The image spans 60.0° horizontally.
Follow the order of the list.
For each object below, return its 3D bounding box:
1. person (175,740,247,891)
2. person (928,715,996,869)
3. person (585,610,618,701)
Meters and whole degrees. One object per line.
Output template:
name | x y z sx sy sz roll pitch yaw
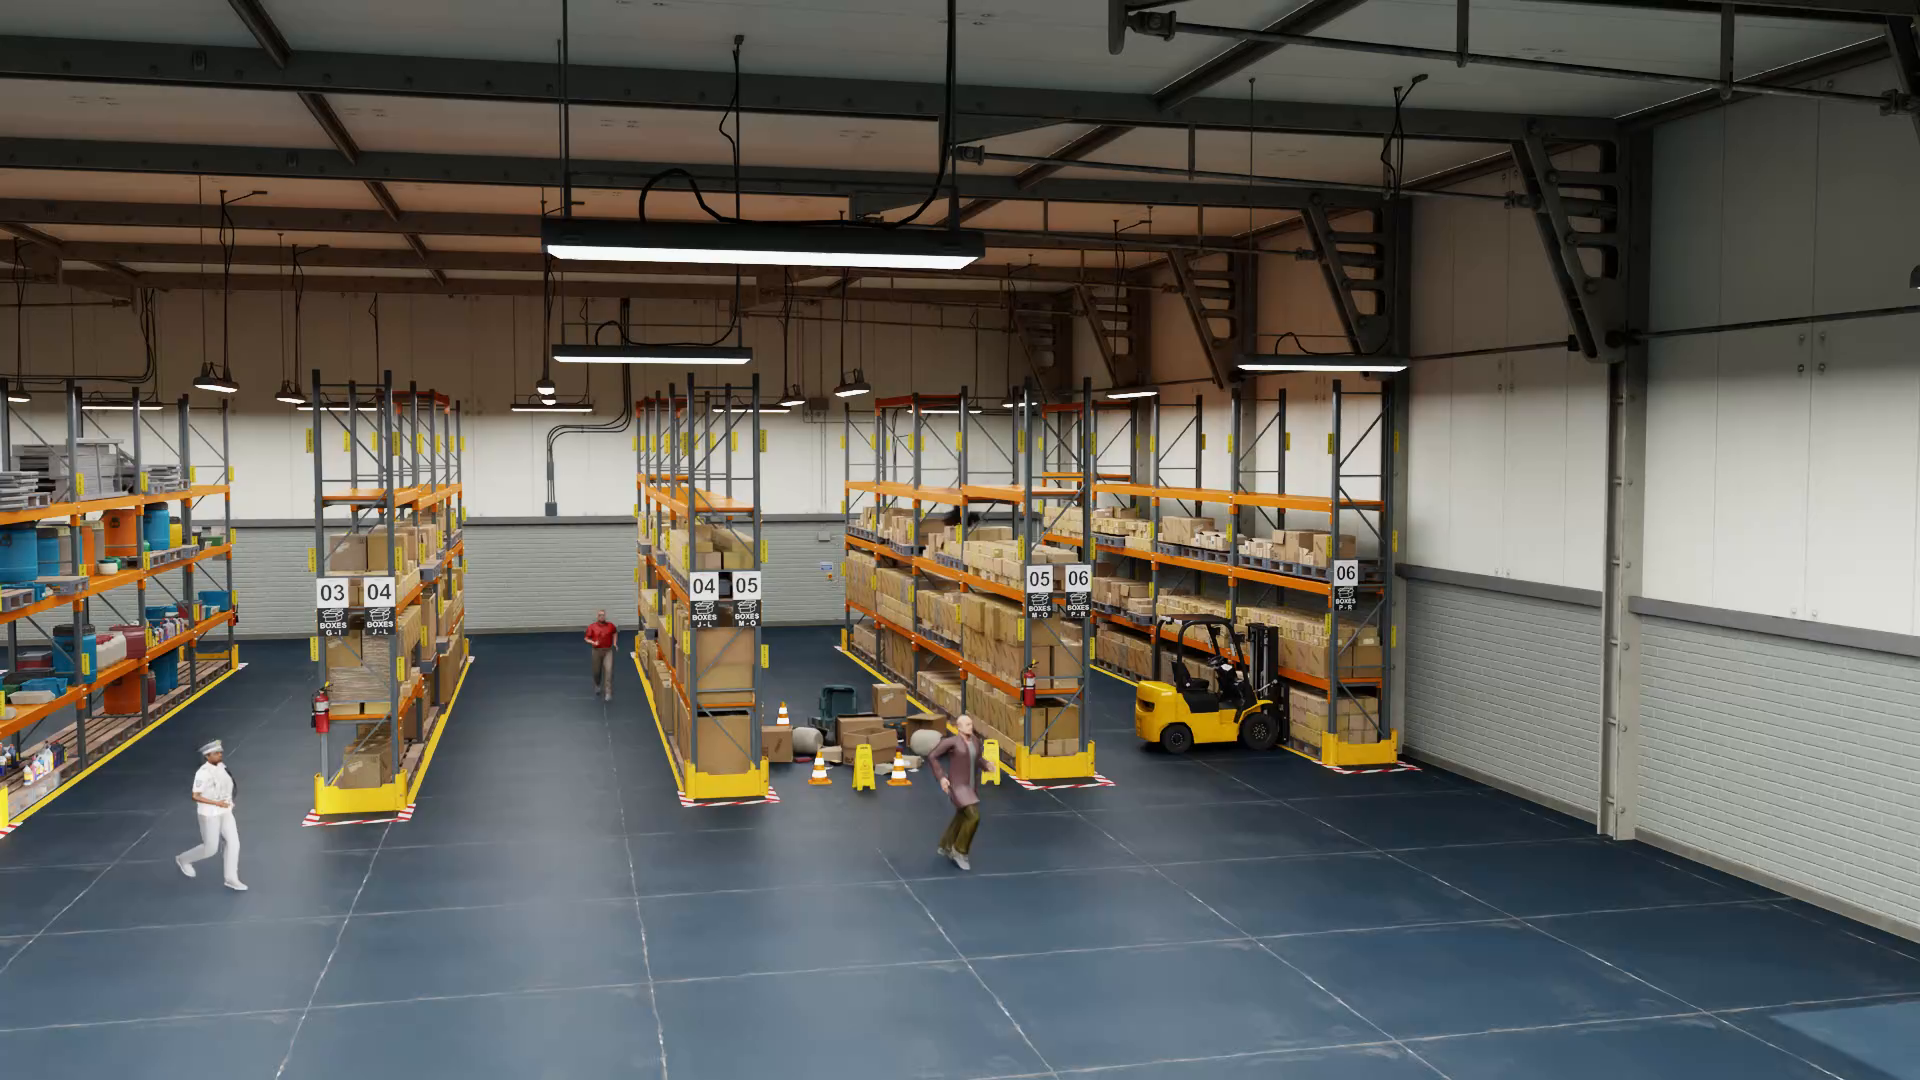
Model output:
person | -8.422 3.090 18.732 0.859 1.700 0.579 1 3 15
person | 0.052 2.990 19.776 0.808 1.823 0.693 2 4 35
person | -7.025 2.241 32.634 0.664 1.732 0.986 -1 3 -18
